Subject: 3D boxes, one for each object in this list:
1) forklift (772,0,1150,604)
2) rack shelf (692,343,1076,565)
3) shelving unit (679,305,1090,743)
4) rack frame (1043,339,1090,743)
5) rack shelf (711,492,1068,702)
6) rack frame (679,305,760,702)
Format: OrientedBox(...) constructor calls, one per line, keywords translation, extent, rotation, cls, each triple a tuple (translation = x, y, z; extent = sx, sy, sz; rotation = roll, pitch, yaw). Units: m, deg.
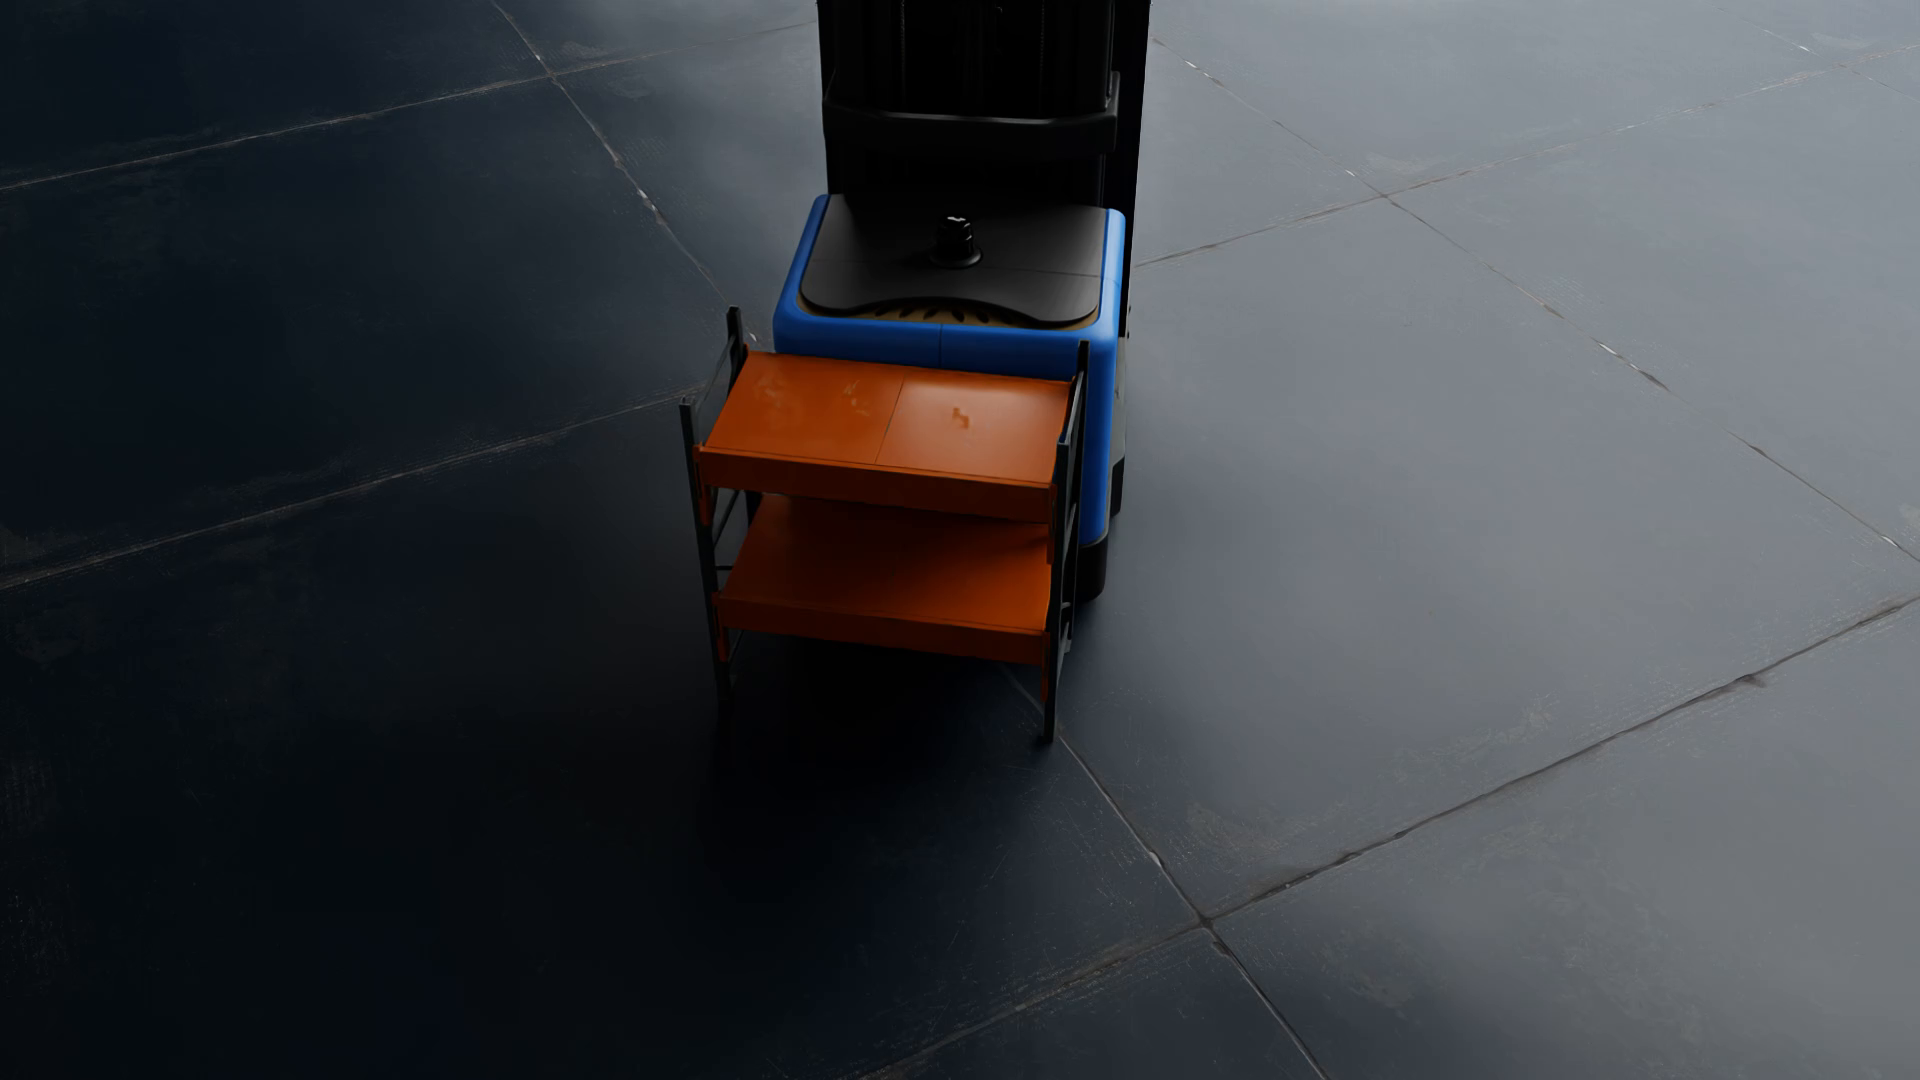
OrientedBox(translation=(0.104, -1.857, 5.675), extent=(1.130, 2.935, 3.031), rotation=(4, 40, 5), cls="forklift")
OrientedBox(translation=(-0.192, -0.256, 4.729), extent=(1.000, 0.278, 0.538), rotation=(6, 41, 8), cls="rack shelf")
OrientedBox(translation=(-0.192, -0.033, 4.918), extent=(1.048, 1.125, 0.538), rotation=(6, 41, 8), cls="shelving unit")
OrientedBox(translation=(0.309, 0.024, 4.851), extent=(0.032, 1.125, 0.500), rotation=(6, 41, 8), cls="rack frame")
OrientedBox(translation=(-0.192, 0.154, 5.076), extent=(1.000, 0.278, 0.538), rotation=(6, 41, 8), cls="rack shelf")
OrientedBox(translation=(-0.693, -0.089, 4.984), extent=(0.032, 1.125, 0.500), rotation=(6, 41, 8), cls="rack frame")
